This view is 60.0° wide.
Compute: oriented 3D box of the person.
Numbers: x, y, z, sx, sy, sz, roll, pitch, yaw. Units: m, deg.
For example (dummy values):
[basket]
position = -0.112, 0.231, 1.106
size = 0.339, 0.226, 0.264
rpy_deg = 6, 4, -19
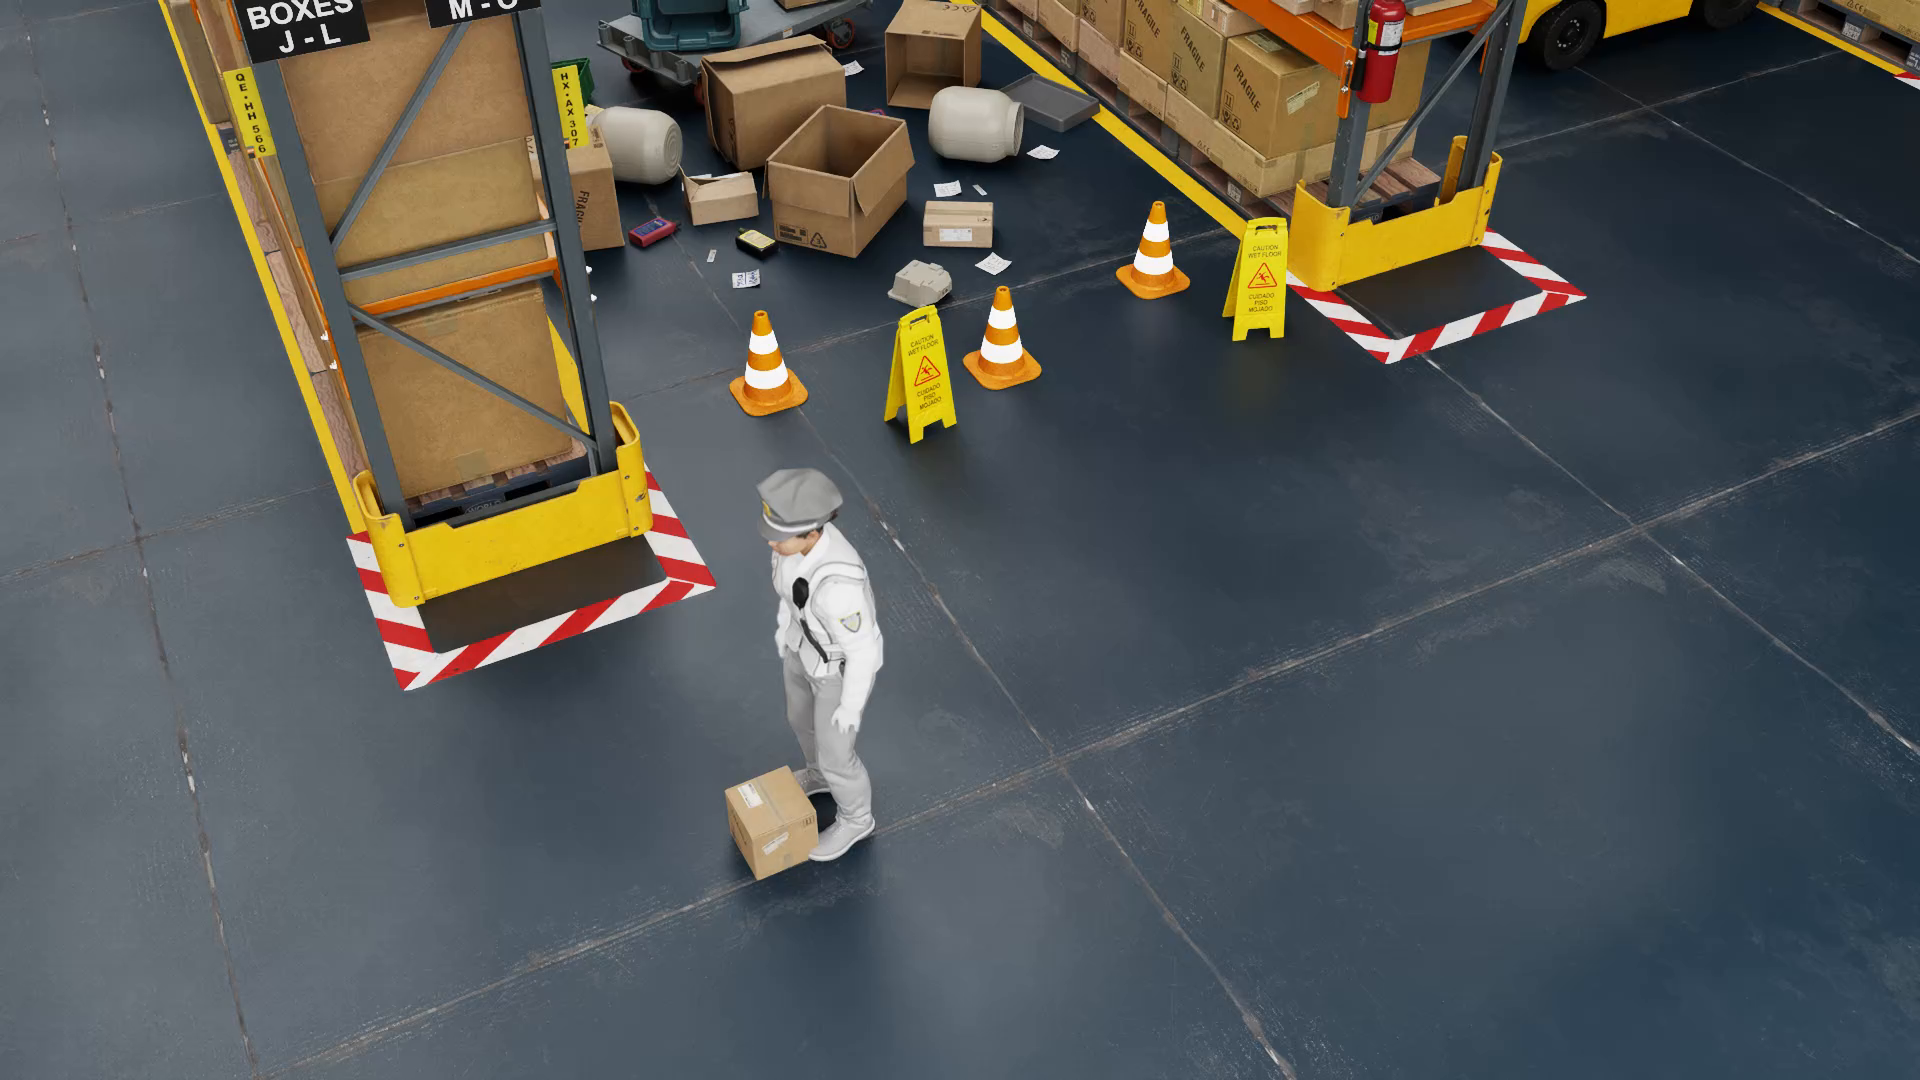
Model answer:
[person]
position = -0.468, 0.428, 5.679
size = 0.374, 1.653, 0.539
rpy_deg = -22, 46, -23
